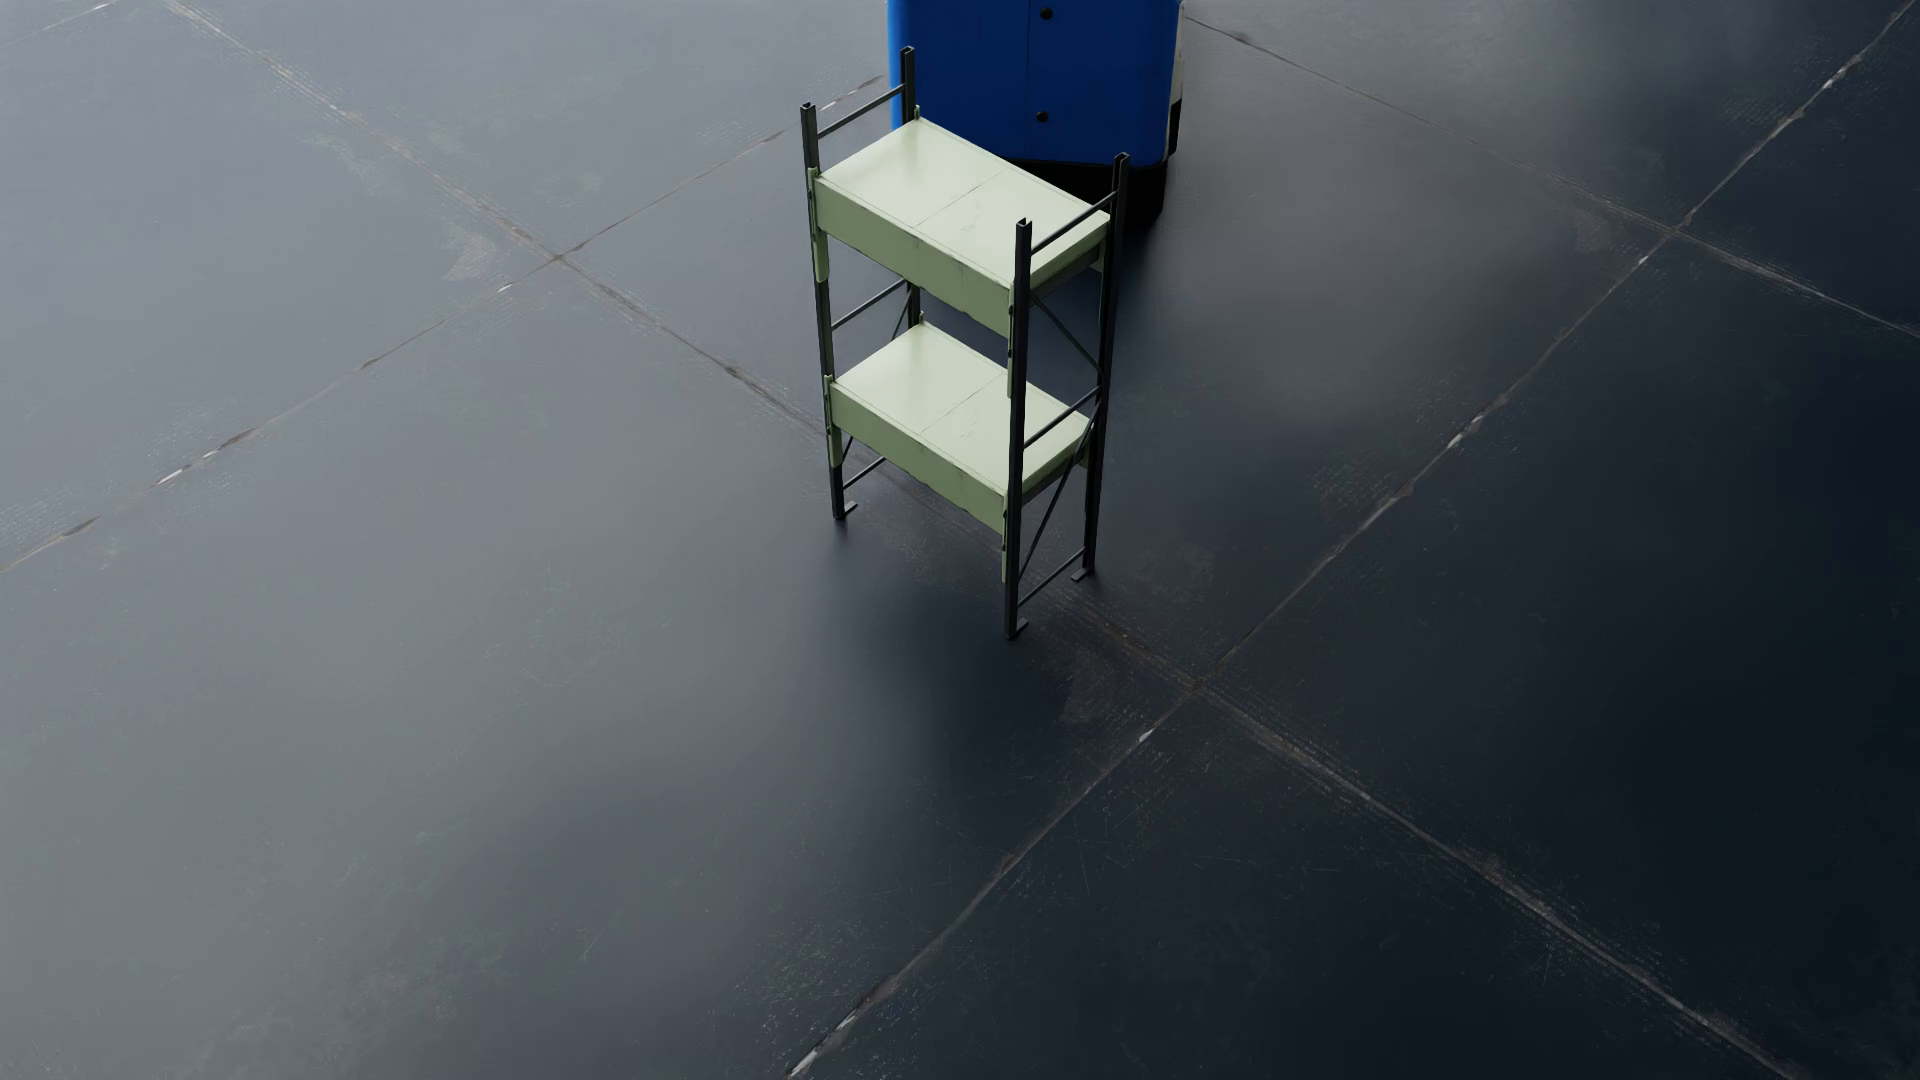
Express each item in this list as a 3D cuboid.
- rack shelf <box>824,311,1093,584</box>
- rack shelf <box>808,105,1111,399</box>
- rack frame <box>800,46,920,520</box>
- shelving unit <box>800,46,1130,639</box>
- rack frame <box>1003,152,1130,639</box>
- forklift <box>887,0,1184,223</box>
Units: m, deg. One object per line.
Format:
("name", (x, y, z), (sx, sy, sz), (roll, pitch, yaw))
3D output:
("rack shelf", (0.005, -0.287, 4.938), (0.720, 0.370, 0.431), (34, 55, 28))
("rack shelf", (0.005, -0.777, 4.416), (0.720, 0.370, 0.431), (34, 55, 28))
("rack frame", (-0.264, -0.691, 4.870), (0.023, 1.500, 0.400), (34, 55, 28))
("shelving unit", (0.005, -0.510, 4.700), (0.755, 1.500, 0.431), (34, 55, 28))
("rack frame", (0.274, -0.329, 4.530), (0.023, 1.500, 0.400), (34, 55, 28))
("forklift", (0.420, -3.283, 6.322), (1.130, 2.935, 3.031), (5, 47, 5))
